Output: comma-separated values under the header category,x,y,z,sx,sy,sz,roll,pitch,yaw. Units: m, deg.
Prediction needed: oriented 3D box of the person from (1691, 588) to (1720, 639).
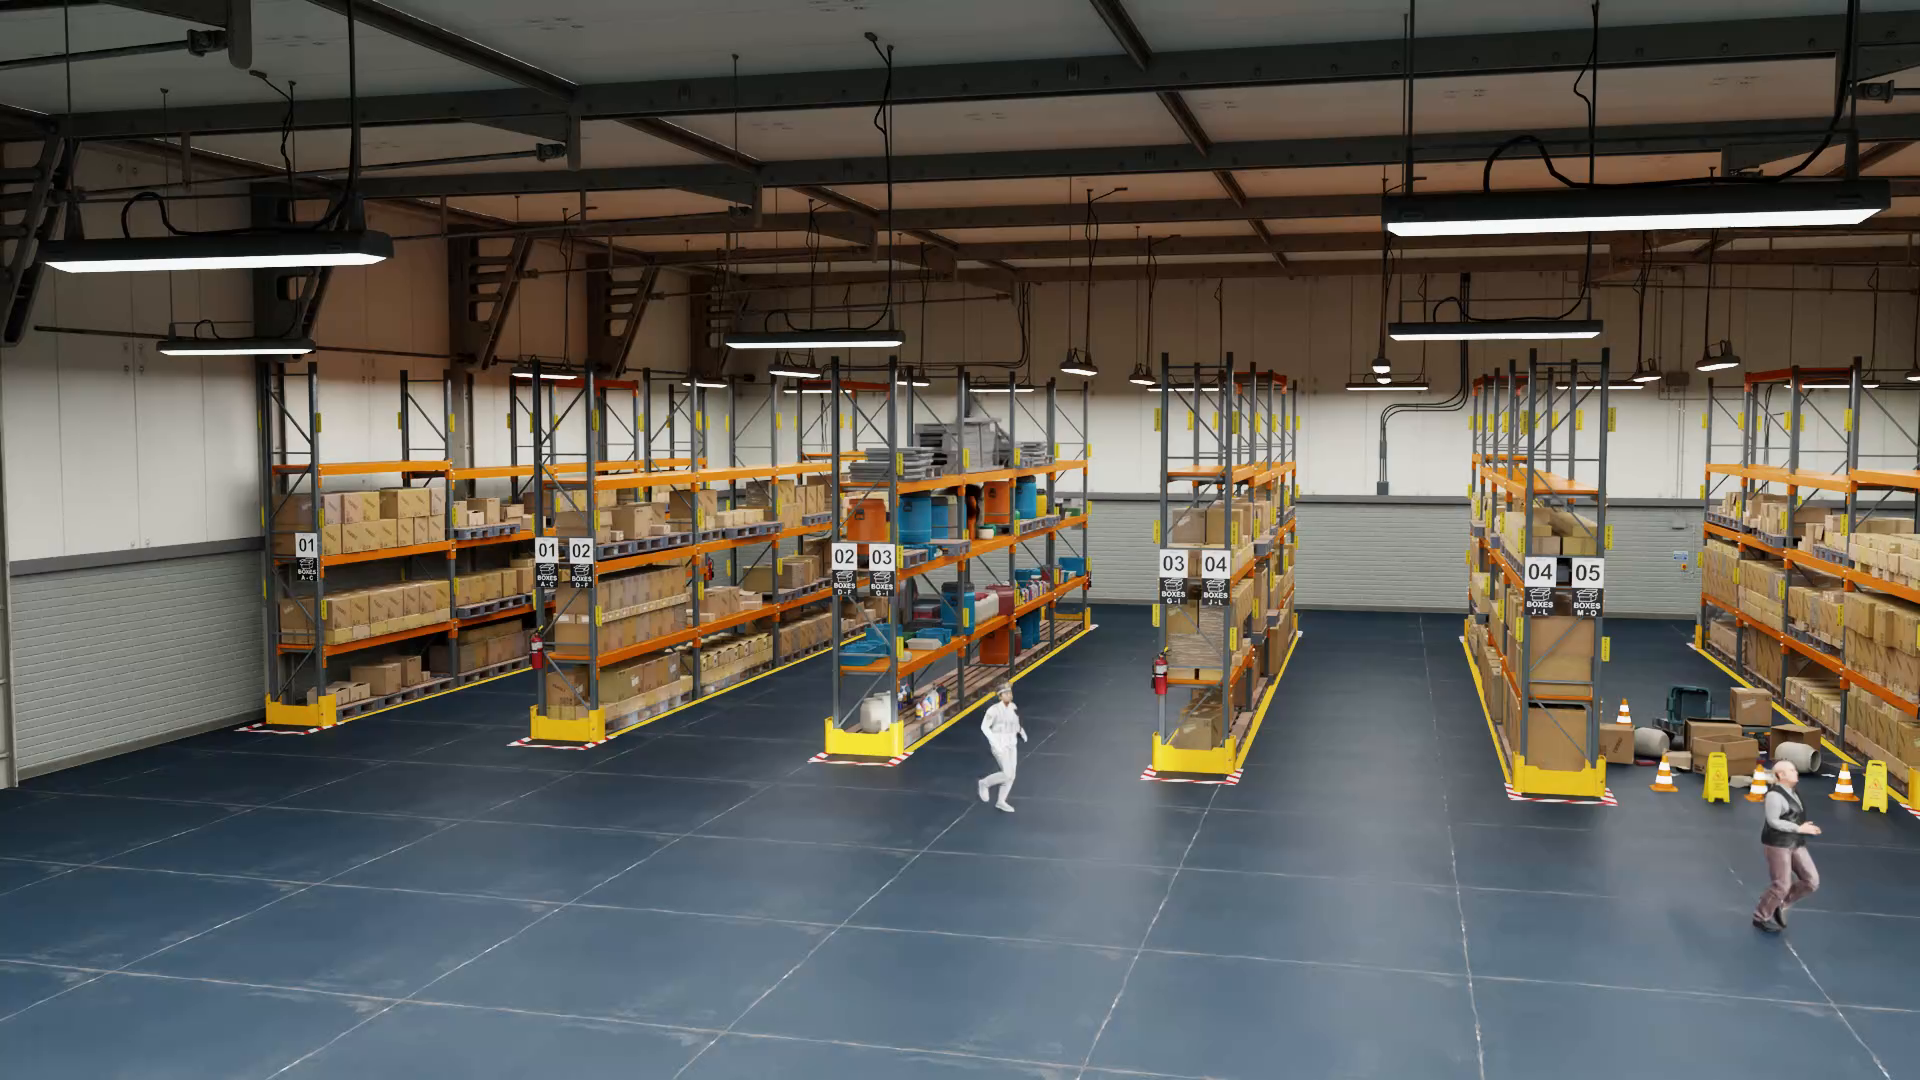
category,x,y,z,sx,sy,sz,roll,pitch,yaw
person,17.166,1.454,38.140,0.725,1.727,0.864,-4,6,-44

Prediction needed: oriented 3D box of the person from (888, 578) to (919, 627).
category,x,y,z,sx,sy,sz,roll,pitch,yaw
person,-1.204,1.409,34.769,0.675,1.713,0.581,0,4,-1

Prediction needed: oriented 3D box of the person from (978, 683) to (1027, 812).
category,x,y,z,sx,sy,sz,roll,pitch,yaw
person,0.572,2.669,21.561,0.610,1.664,0.587,-4,6,-44

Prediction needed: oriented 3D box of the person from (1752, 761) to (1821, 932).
category,x,y,z,sx,sy,sz,roll,pitch,yaw
person,8.081,3.000,16.220,0.663,1.700,0.633,-3,5,-40
